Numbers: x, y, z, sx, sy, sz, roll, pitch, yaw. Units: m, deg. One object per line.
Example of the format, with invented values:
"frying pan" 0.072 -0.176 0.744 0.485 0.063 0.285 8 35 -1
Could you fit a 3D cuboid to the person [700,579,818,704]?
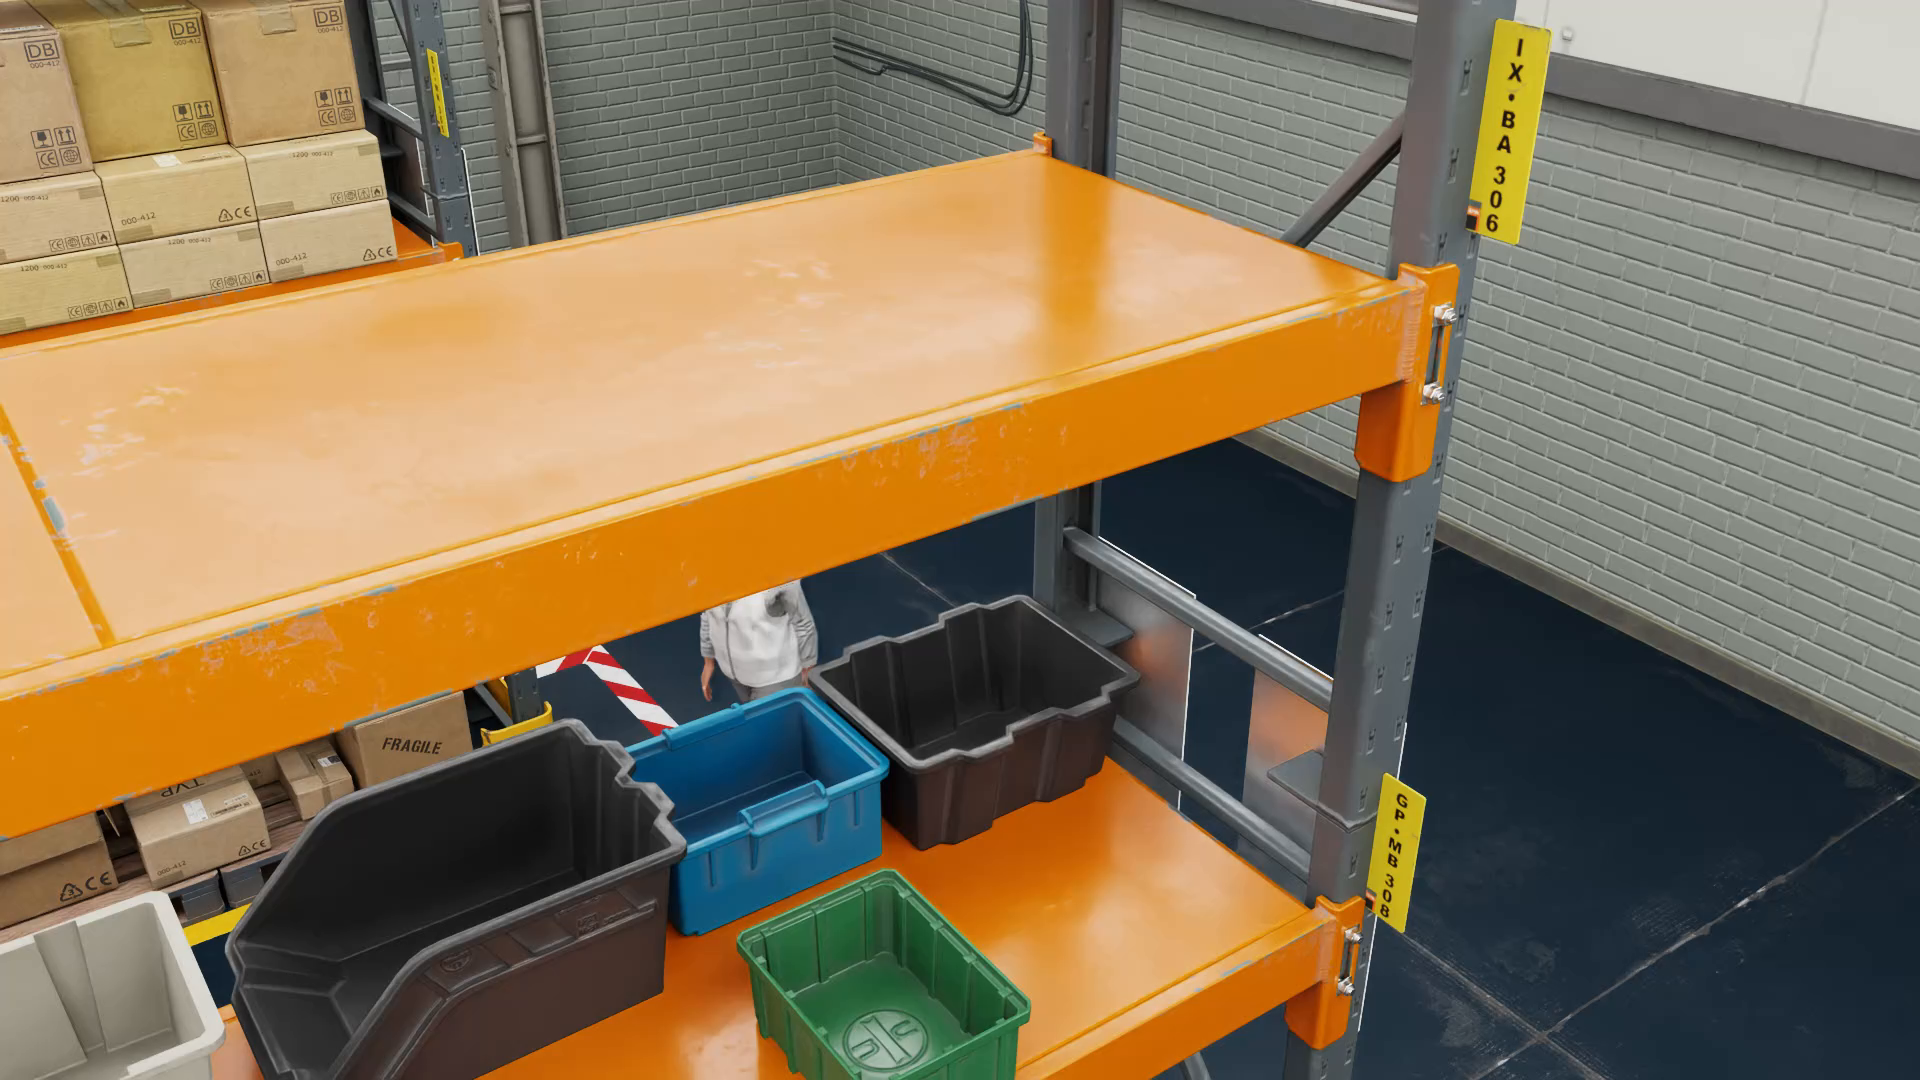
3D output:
"person" -0.932 0.581 7.585 0.537 1.788 0.732 22 35 34
